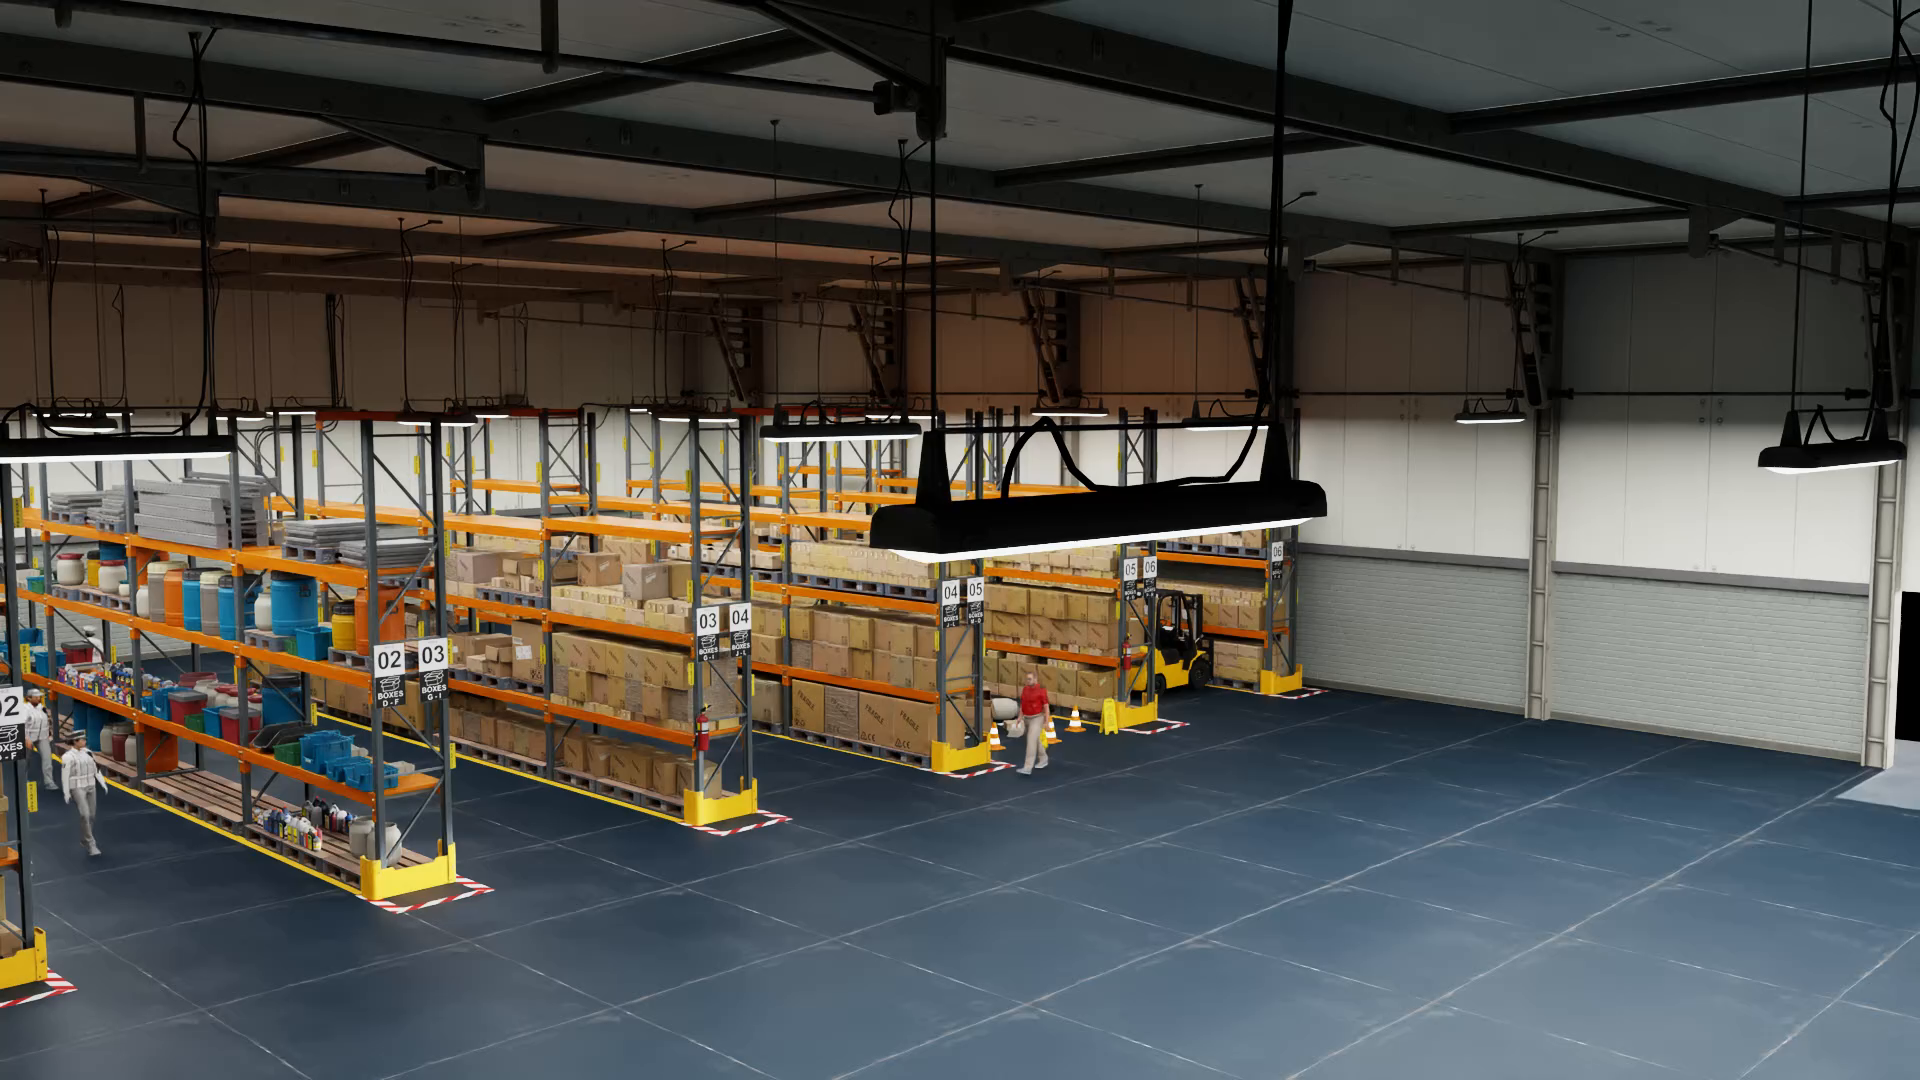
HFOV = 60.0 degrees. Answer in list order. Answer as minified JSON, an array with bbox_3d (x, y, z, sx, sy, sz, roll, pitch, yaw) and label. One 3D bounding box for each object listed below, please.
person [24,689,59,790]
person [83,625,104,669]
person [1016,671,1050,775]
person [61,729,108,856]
[{"bbox_3d":[-14.775,3.168,26.546,1.053,1.601,0.487,5,7,43],"label":"person"},{"bbox_3d":[-17.468,2.547,33.441,0.819,1.652,0.463,5,7,44],"label":"person"},{"bbox_3d":[1.182,3.027,27.735,0.909,1.694,0.543,-4,6,-35],"label":"person"},{"bbox_3d":[-12.046,3.475,22.990,0.674,1.698,0.514,2,6,24],"label":"person"}]
